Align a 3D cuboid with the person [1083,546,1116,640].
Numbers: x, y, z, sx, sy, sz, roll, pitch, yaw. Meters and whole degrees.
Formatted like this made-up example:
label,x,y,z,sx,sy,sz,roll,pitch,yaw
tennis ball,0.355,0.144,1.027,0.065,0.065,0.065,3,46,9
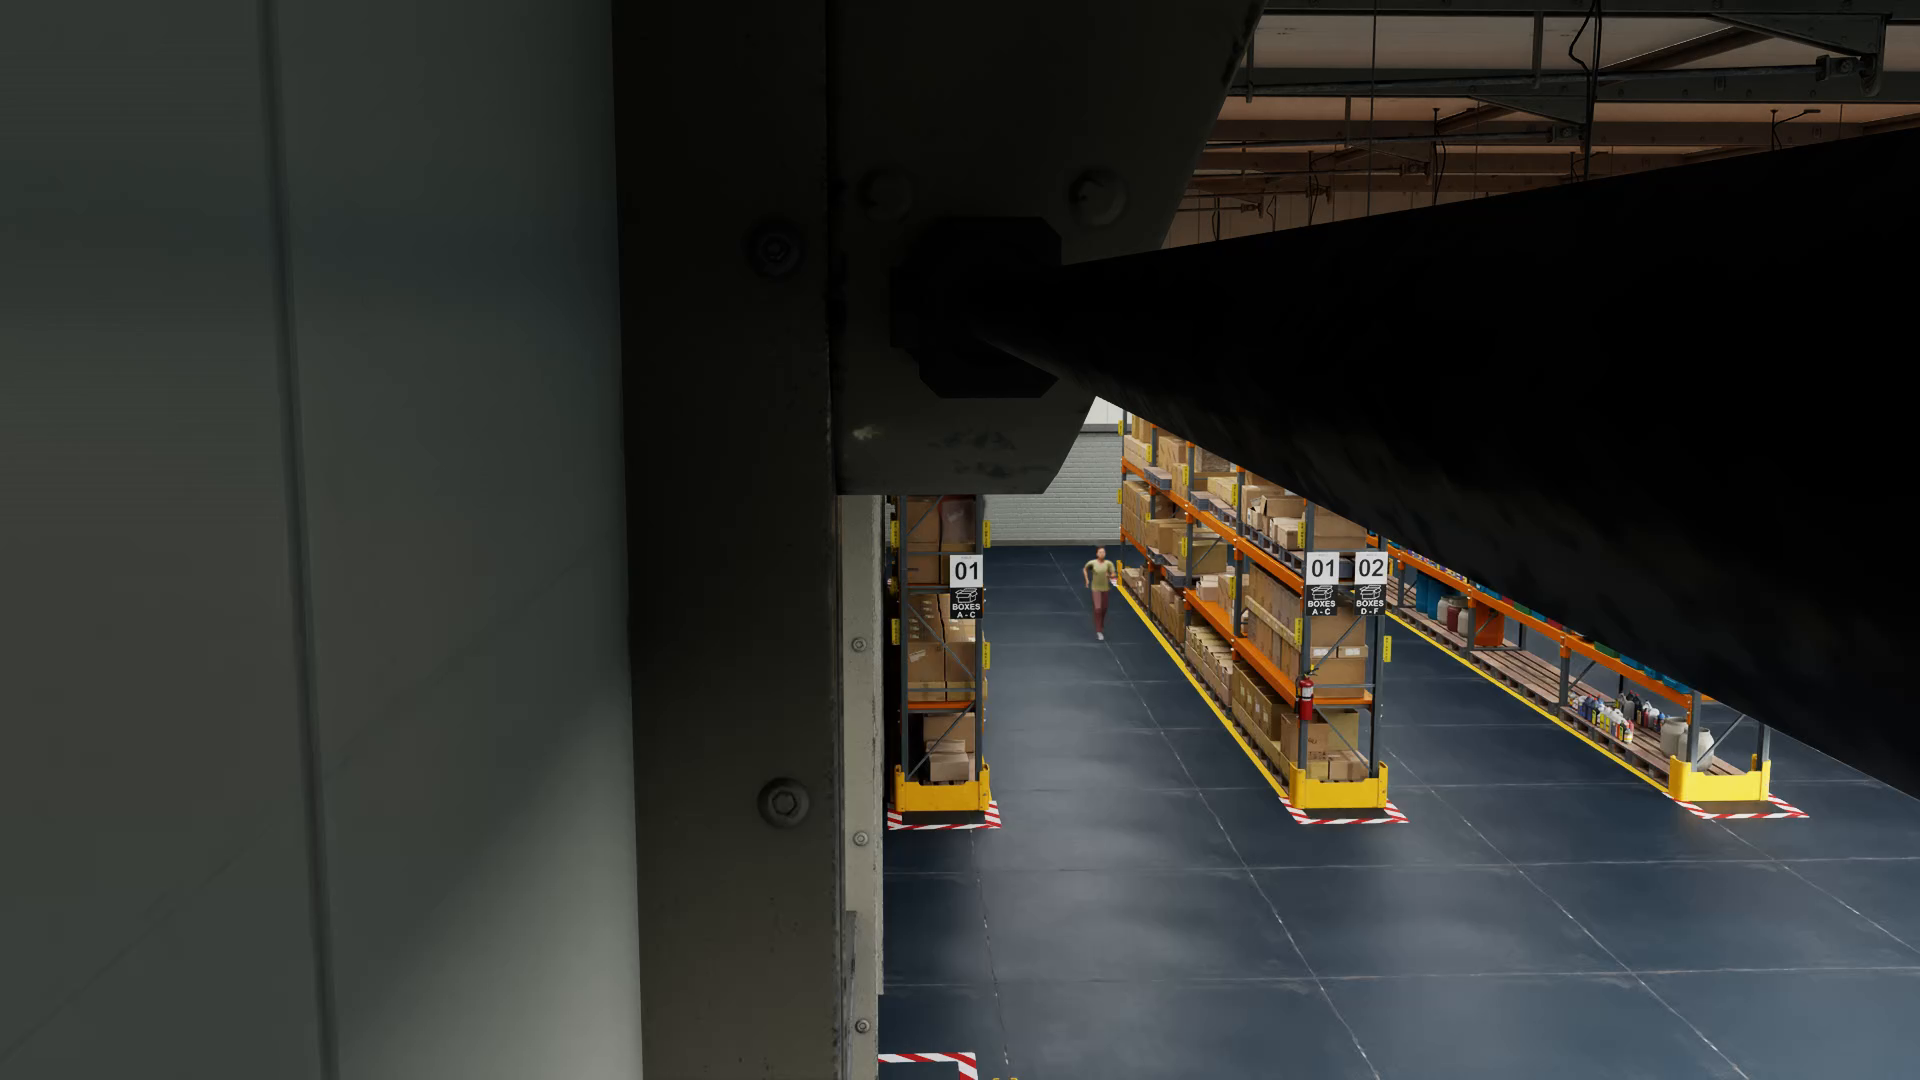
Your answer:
label,x,y,z,sx,sy,sz,roll,pitch,yaw
person,2.607,0.945,30.826,0.563,1.685,0.922,-1,9,-9
